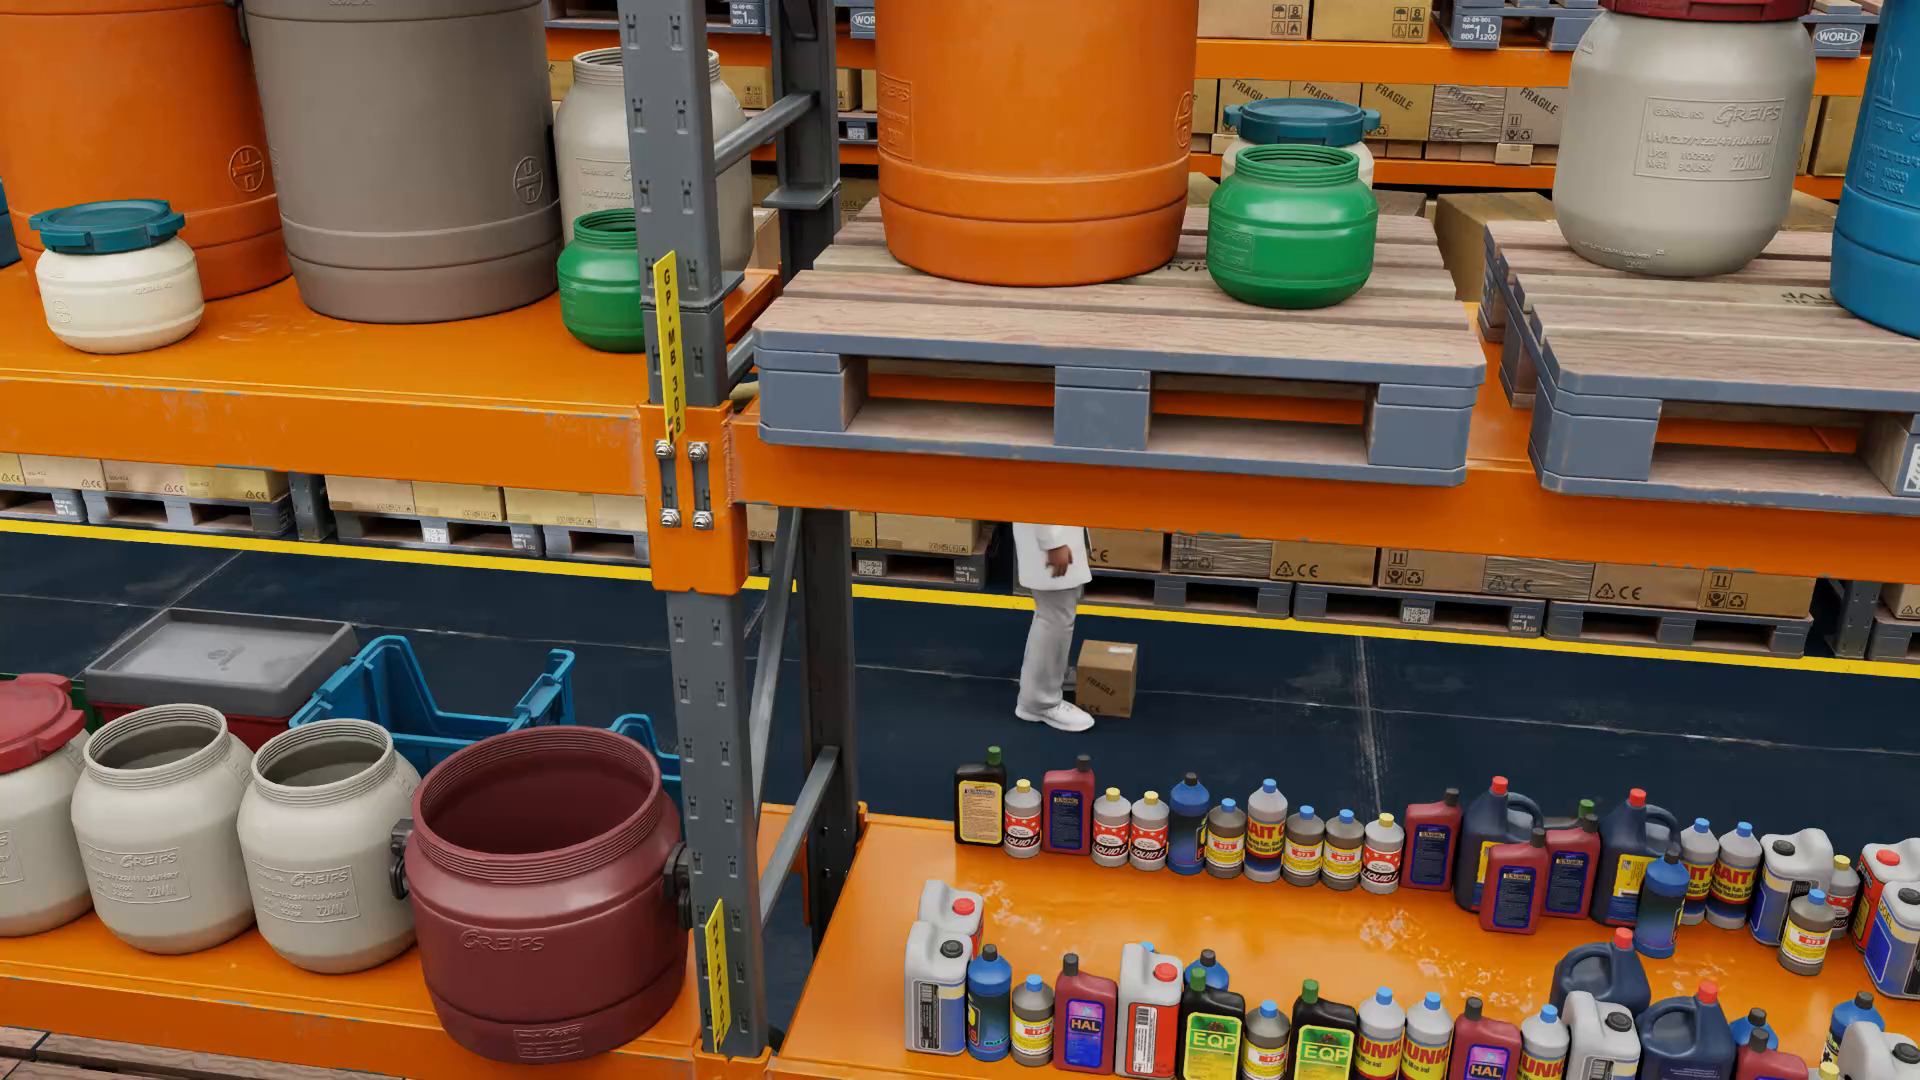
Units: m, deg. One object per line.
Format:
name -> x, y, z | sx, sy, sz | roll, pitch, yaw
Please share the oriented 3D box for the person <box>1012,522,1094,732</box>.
person -> 0.423, -0.072, 7.283 | 0.432, 1.772, 0.643 | 3, 25, 6
